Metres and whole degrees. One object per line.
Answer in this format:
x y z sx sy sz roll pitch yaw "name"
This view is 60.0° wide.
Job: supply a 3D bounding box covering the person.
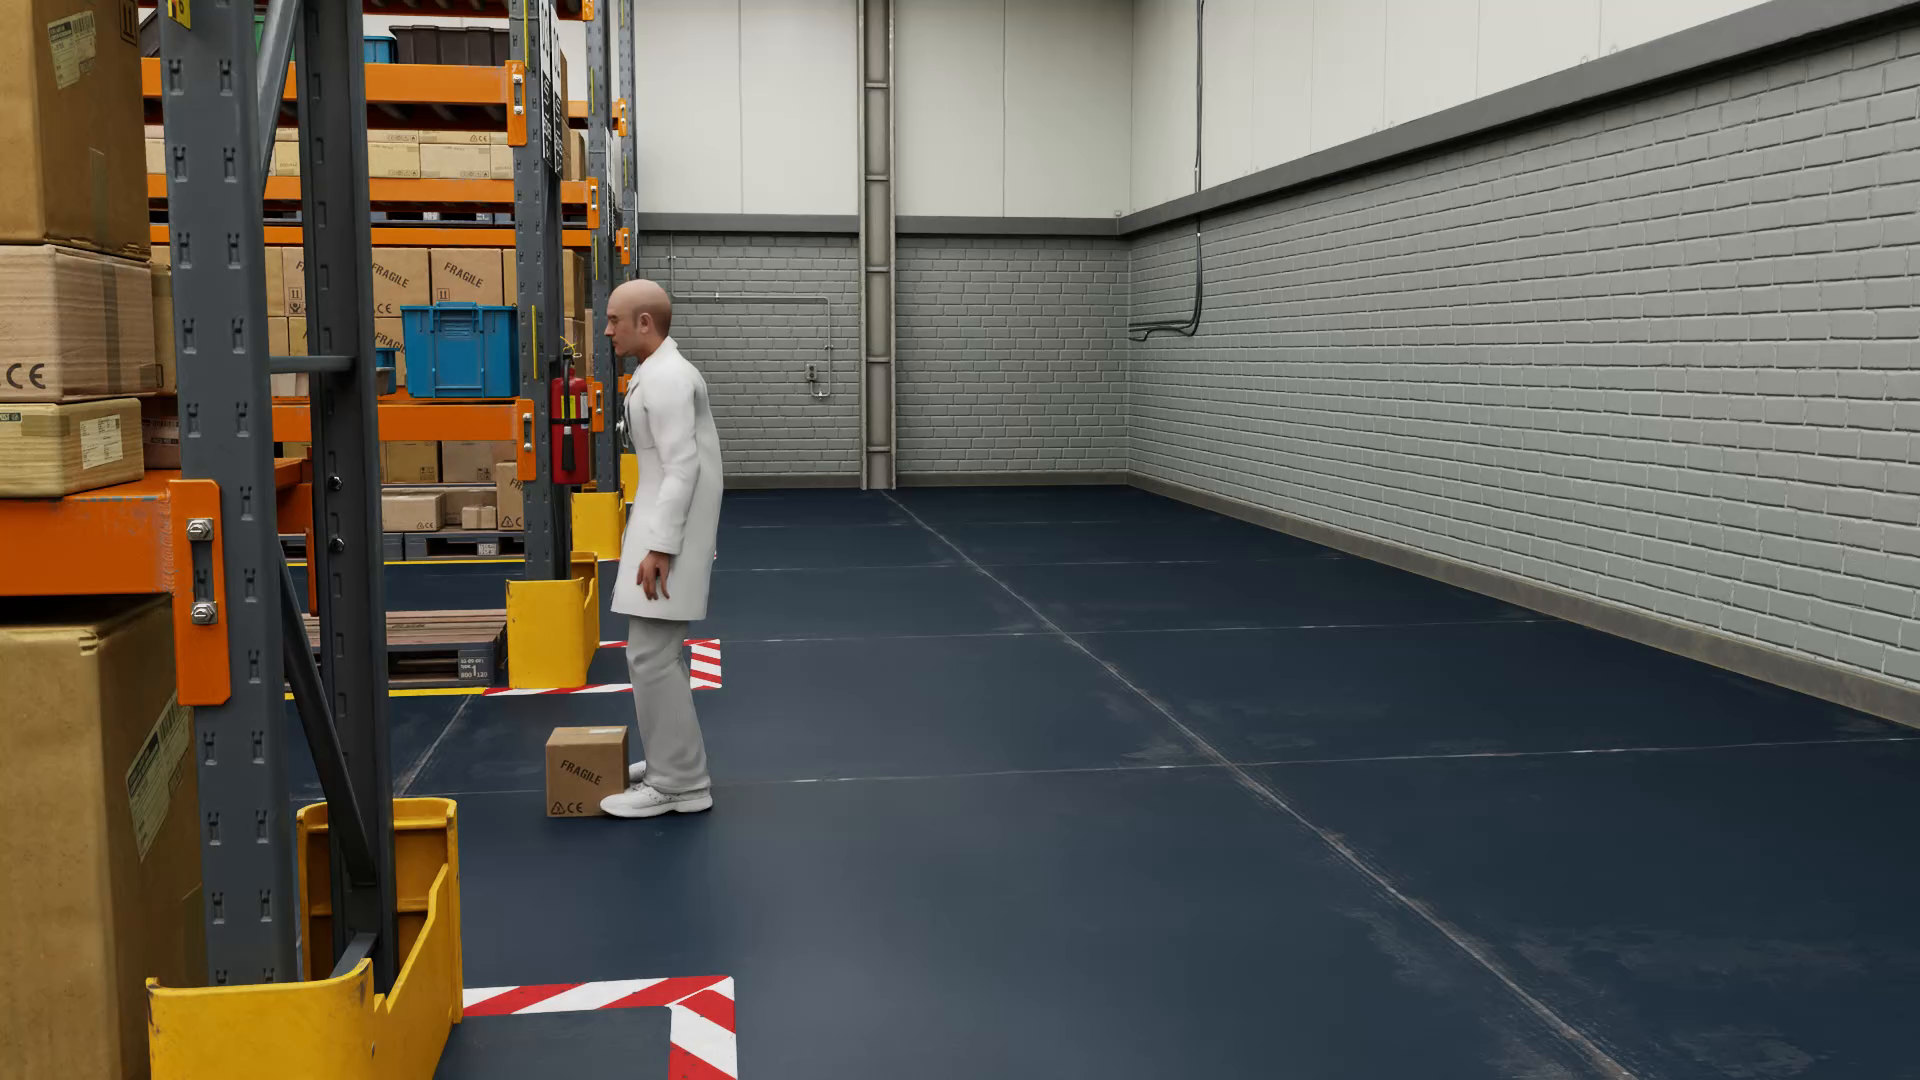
-1.011 0.022 5.588 0.429 1.772 0.646 -1 6 -12 "person"
